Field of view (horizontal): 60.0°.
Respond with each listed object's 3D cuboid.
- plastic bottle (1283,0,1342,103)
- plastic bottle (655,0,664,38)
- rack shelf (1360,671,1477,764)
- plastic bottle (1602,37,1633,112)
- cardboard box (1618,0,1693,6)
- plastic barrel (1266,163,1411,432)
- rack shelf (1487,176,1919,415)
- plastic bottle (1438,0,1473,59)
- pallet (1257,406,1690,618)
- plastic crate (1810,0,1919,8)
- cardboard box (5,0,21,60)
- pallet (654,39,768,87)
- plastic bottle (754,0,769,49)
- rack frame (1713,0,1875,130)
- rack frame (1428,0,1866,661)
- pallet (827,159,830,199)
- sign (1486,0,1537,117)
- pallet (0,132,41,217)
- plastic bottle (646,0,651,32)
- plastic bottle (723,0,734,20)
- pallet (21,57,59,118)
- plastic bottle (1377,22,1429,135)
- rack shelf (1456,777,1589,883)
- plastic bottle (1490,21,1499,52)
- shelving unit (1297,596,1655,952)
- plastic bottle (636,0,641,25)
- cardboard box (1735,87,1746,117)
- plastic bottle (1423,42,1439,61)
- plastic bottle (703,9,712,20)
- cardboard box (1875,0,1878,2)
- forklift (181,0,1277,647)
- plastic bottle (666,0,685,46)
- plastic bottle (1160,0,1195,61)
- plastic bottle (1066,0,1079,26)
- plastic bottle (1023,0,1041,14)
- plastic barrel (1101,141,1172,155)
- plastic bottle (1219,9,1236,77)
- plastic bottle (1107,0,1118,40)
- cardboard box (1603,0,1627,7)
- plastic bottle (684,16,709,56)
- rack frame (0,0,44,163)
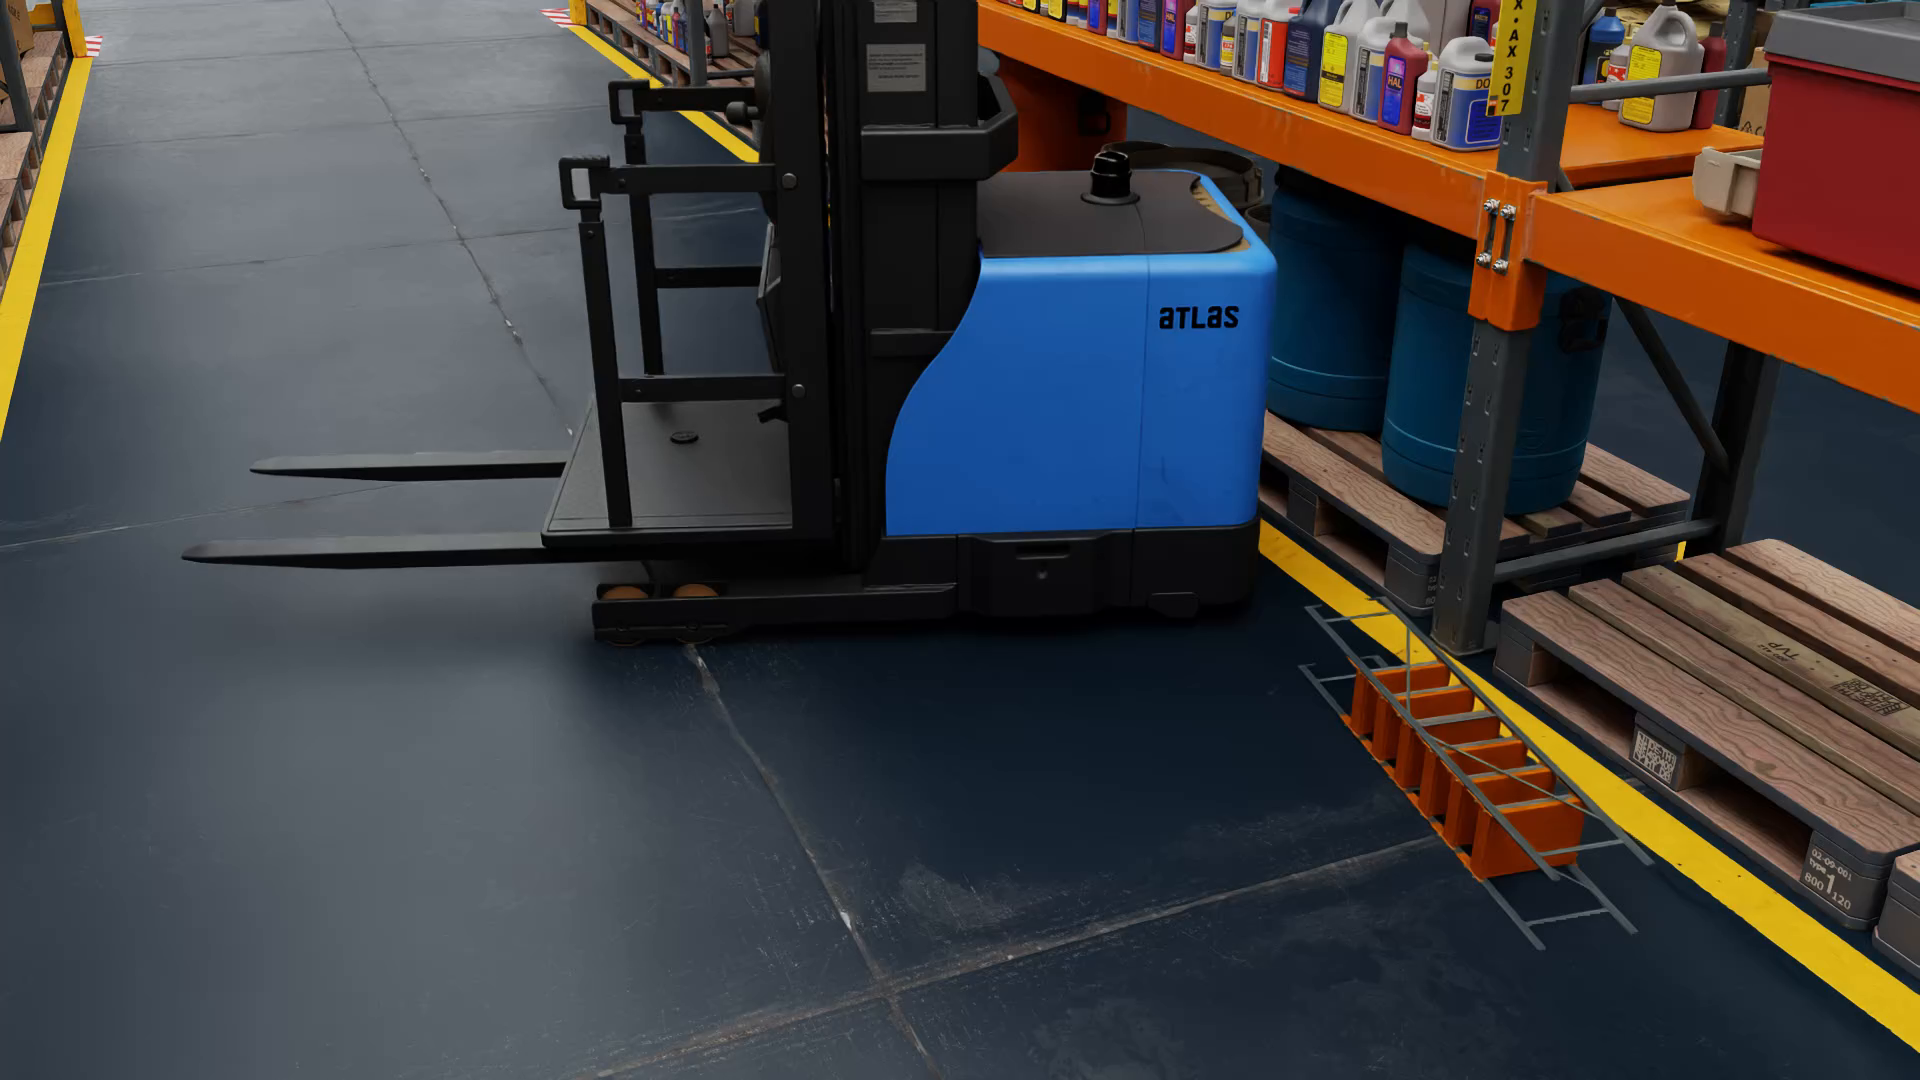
[{"bbox_3d":[1.067,-1.495,4.949,0.144,0.351,0.185,-11,28,-21],"label":"plastic bottle"},{"bbox_3d":[-2.223,-3.898,12.422,0.097,0.271,0.097,0,26,0],"label":"plastic bottle"},{"bbox_3d":[1.140,0.437,4.130,0.258,0.180,0.103,-6,27,-13],"label":"rack shelf"},{"bbox_3d":[1.935,-1.357,4.837,0.097,0.201,0.097,0,26,0],"label":"plastic bottle"},{"bbox_3d":[4.447,-3.476,10.967,0.500,0.311,0.500,-11,28,-22],"label":"cardboard box"},{"bbox_3d":[1.325,-0.882,5.550,0.600,0.901,0.708,-11,28,-21],"label":"plastic barrel"},{"bbox_3d":[2.583,0.003,2.645,1.077,0.370,4.000,-11,28,-21],"label":"rack shelf"},{"bbox_3d":[1.607,-1.698,5.450,0.152,0.276,0.135,-11,28,-21],"label":"plastic bottle"},{"bbox_3d":[1.536,-0.193,5.405,1.003,0.211,1.213,-11,28,-21],"label":"pallet"},{"bbox_3d":[2.297,-1.018,3.865,0.392,0.384,0.575,-11,28,-21],"label":"plastic crate"},{"bbox_3d":[-6.734,-3.440,11.247,0.500,0.500,0.500,-8,27,-16],"label":"cardboard box"},{"bbox_3d":[-1.557,-3.383,11.937,1.003,0.211,1.213,-11,28,-21],"label":"pallet"},{"bbox_3d":[-1.400,-3.737,12.003,0.144,0.351,0.185,-11,28,-21],"label":"plastic bottle"},{"bbox_3d":[4.793,-3.592,9.188,1.000,3.000,0.127,-11,28,-21],"label":"rack frame"},{"bbox_3d":[1.800,-1.128,4.141,1.000,3.000,0.127,-11,28,-21],"label":"rack frame"},{"bbox_3d":[-0.034,-1.809,8.714,1.003,0.211,1.213,-11,28,-21],"label":"pallet"},{"bbox_3d":[1.293,-1.158,3.888,0.100,0.325,0.005,-11,28,-21],"label":"sign"},{"bbox_3d":[-5.584,-1.939,8.981,1.003,0.211,1.213,-11,28,-21],"label":"pallet"},{"bbox_3d":[-2.342,-4.020,12.673,0.097,0.271,0.097,0,26,0],"label":"plastic bottle"},{"bbox_3d":[-1.801,-4.158,12.942,0.061,0.283,0.133,-11,28,-21],"label":"plastic bottle"},{"bbox_3d":[-6.667,-3.012,11.177,1.003,0.211,1.213,-11,28,-21],"label":"pallet"},{"bbox_3d":[1.216,-1.264,4.554,0.061,0.283,0.133,-11,28,-21],"label":"plastic bottle"},{"bbox_3d":[1.257,0.643,3.713,0.258,0.180,0.103,-6,27,-13],"label":"rack shelf"},{"bbox_3d":[1.730,-1.569,5.270,0.097,0.201,0.097,0,26,0],"label":"plastic bottle"},{"bbox_3d":[1.180,0.507,3.987,0.258,0.189,1.200,-6,27,-13],"label":"shelving unit"},{"bbox_3d":[-2.476,-4.158,12.956,0.097,0.271,0.097,0,26,0],"label":"plastic bottle"},{"bbox_3d":[4.362,-2.716,10.048,0.500,0.250,0.500,-10,28,-19],"label":"cardboard box"},{"bbox_3d":[1.313,-1.318,4.758,0.097,0.201,0.097,0,26,0],"label":"plastic bottle"},{"bbox_3d":[-1.799,-3.655,11.919,0.152,0.276,0.135,-11,28,-21],"label":"plastic bottle"},{"bbox_3d":[8.087,-4.840,14.091,0.700,0.500,0.500,-10,28,-19],"label":"cardboard box"},{"bbox_3d":[-0.689,-1.259,4.488,3.031,2.935,1.130,-2,26,-3],"label":"forklift"},{"bbox_3d":[-2.052,-3.783,12.097,0.144,0.351,0.185,-11,28,-21],"label":"plastic bottle"},{"bbox_3d":[0.732,-1.763,5.576,0.061,0.283,0.133,-11,28,-21],"label":"plastic bottle"},{"bbox_3d":[0.450,-2.069,6.216,0.097,0.271,0.097,0,26,0],"label":"plastic bottle"},{"bbox_3d":[0.297,-2.211,6.493,0.061,0.283,0.133,-11,28,-21],"label":"plastic bottle"},{"bbox_3d":[0.744,-1.406,7.068,0.421,0.512,0.421,0,26,0],"label":"plastic barrel"},{"bbox_3d":[0.885,-1.589,5.313,0.097,0.201,0.097,0,26,0],"label":"plastic bottle"},{"bbox_3d":[0.578,-1.937,5.944,0.097,0.271,0.097,0,26,0],"label":"plastic bottle"},{"bbox_3d":[3.957,-3.379,10.768,0.500,0.311,0.500,-11,28,-21],"label":"cardboard box"},{"bbox_3d":[-1.850,-3.575,11.671,0.144,0.351,0.185,-11,28,-22],"label":"plastic bottle"},{"bbox_3d":[-5.890,-3.506,9.012,1.000,3.000,0.127,-11,28,-21],"label":"rack frame"}]
